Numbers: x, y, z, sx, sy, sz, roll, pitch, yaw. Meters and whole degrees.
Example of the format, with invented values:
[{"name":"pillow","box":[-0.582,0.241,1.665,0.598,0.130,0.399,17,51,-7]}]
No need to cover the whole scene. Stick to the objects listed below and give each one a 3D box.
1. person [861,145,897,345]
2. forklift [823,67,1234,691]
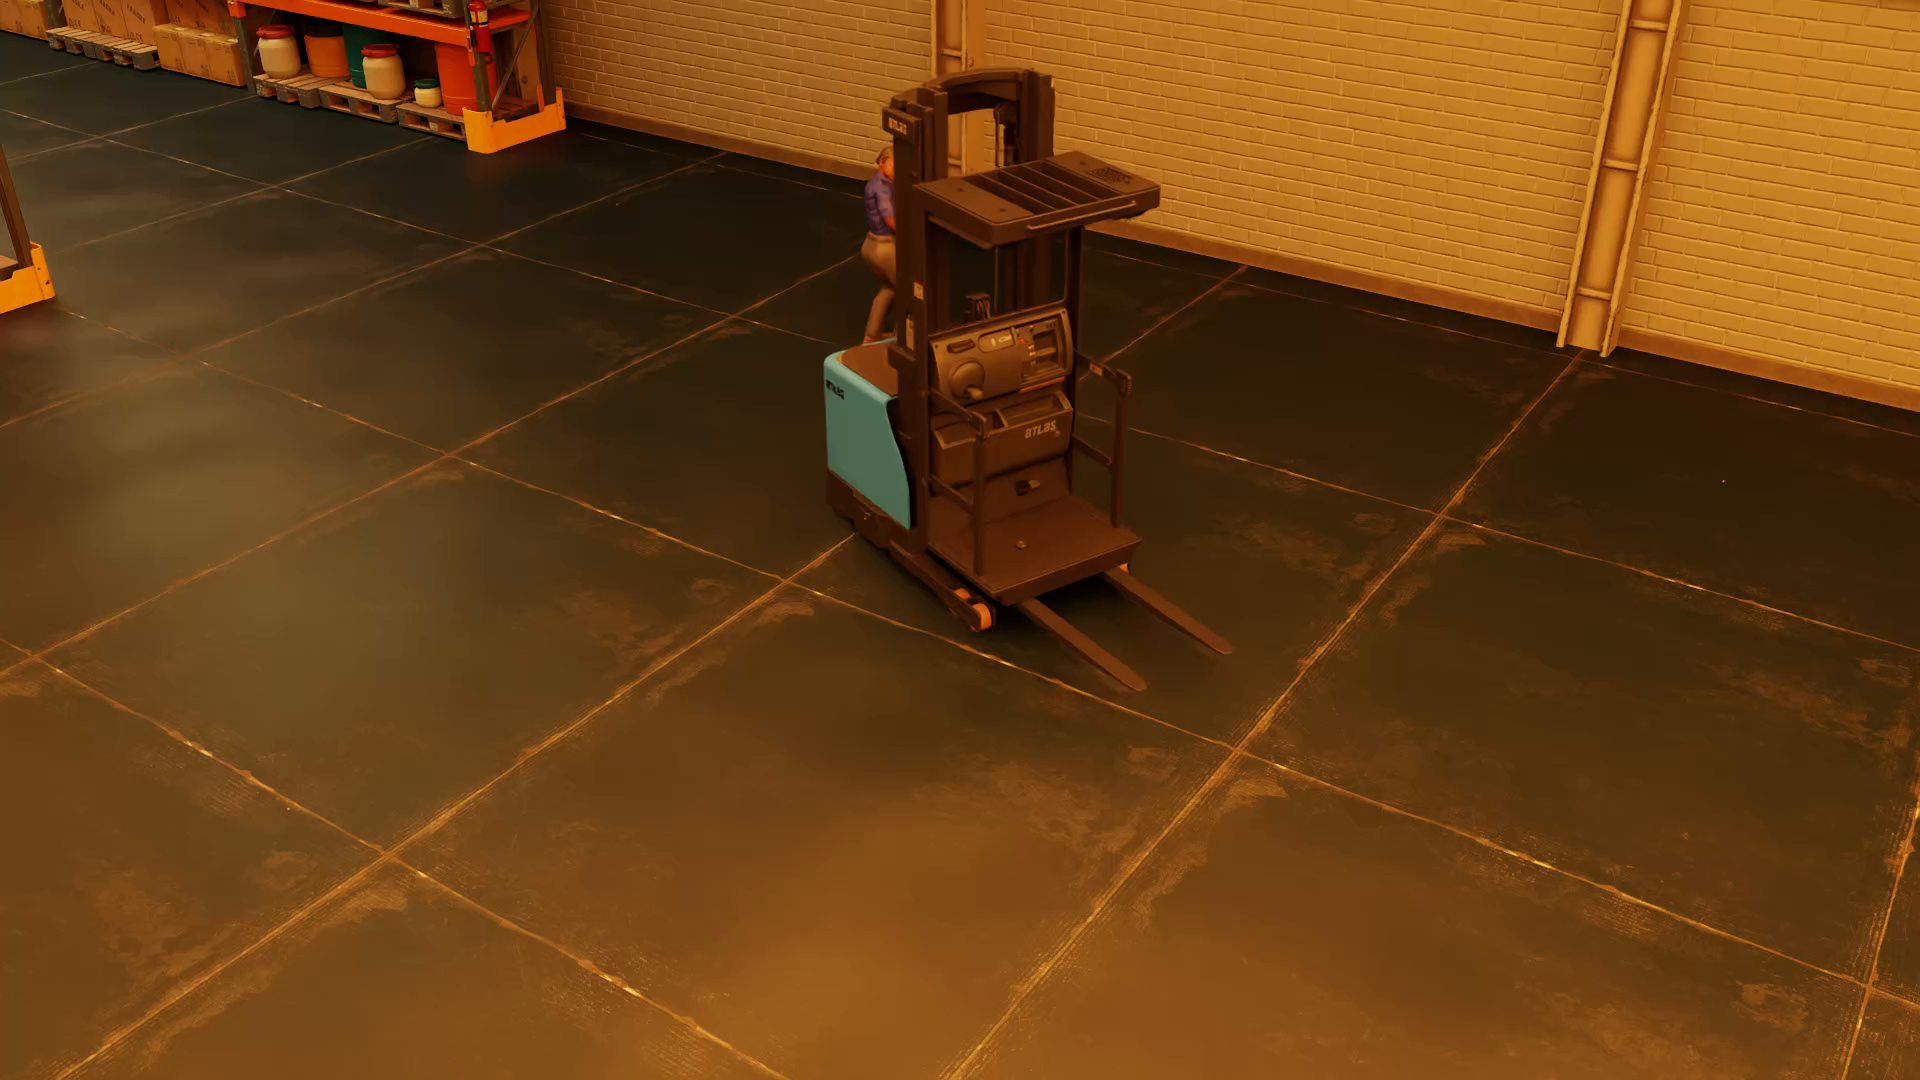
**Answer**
[{"name":"person","box":[-0.531,-2.232,12.773,0.471,1.609,0.678,-13,32,-21]},{"name":"forklift","box":[0.367,-1.010,9.321,1.130,2.935,3.031,-19,35,-29]}]
